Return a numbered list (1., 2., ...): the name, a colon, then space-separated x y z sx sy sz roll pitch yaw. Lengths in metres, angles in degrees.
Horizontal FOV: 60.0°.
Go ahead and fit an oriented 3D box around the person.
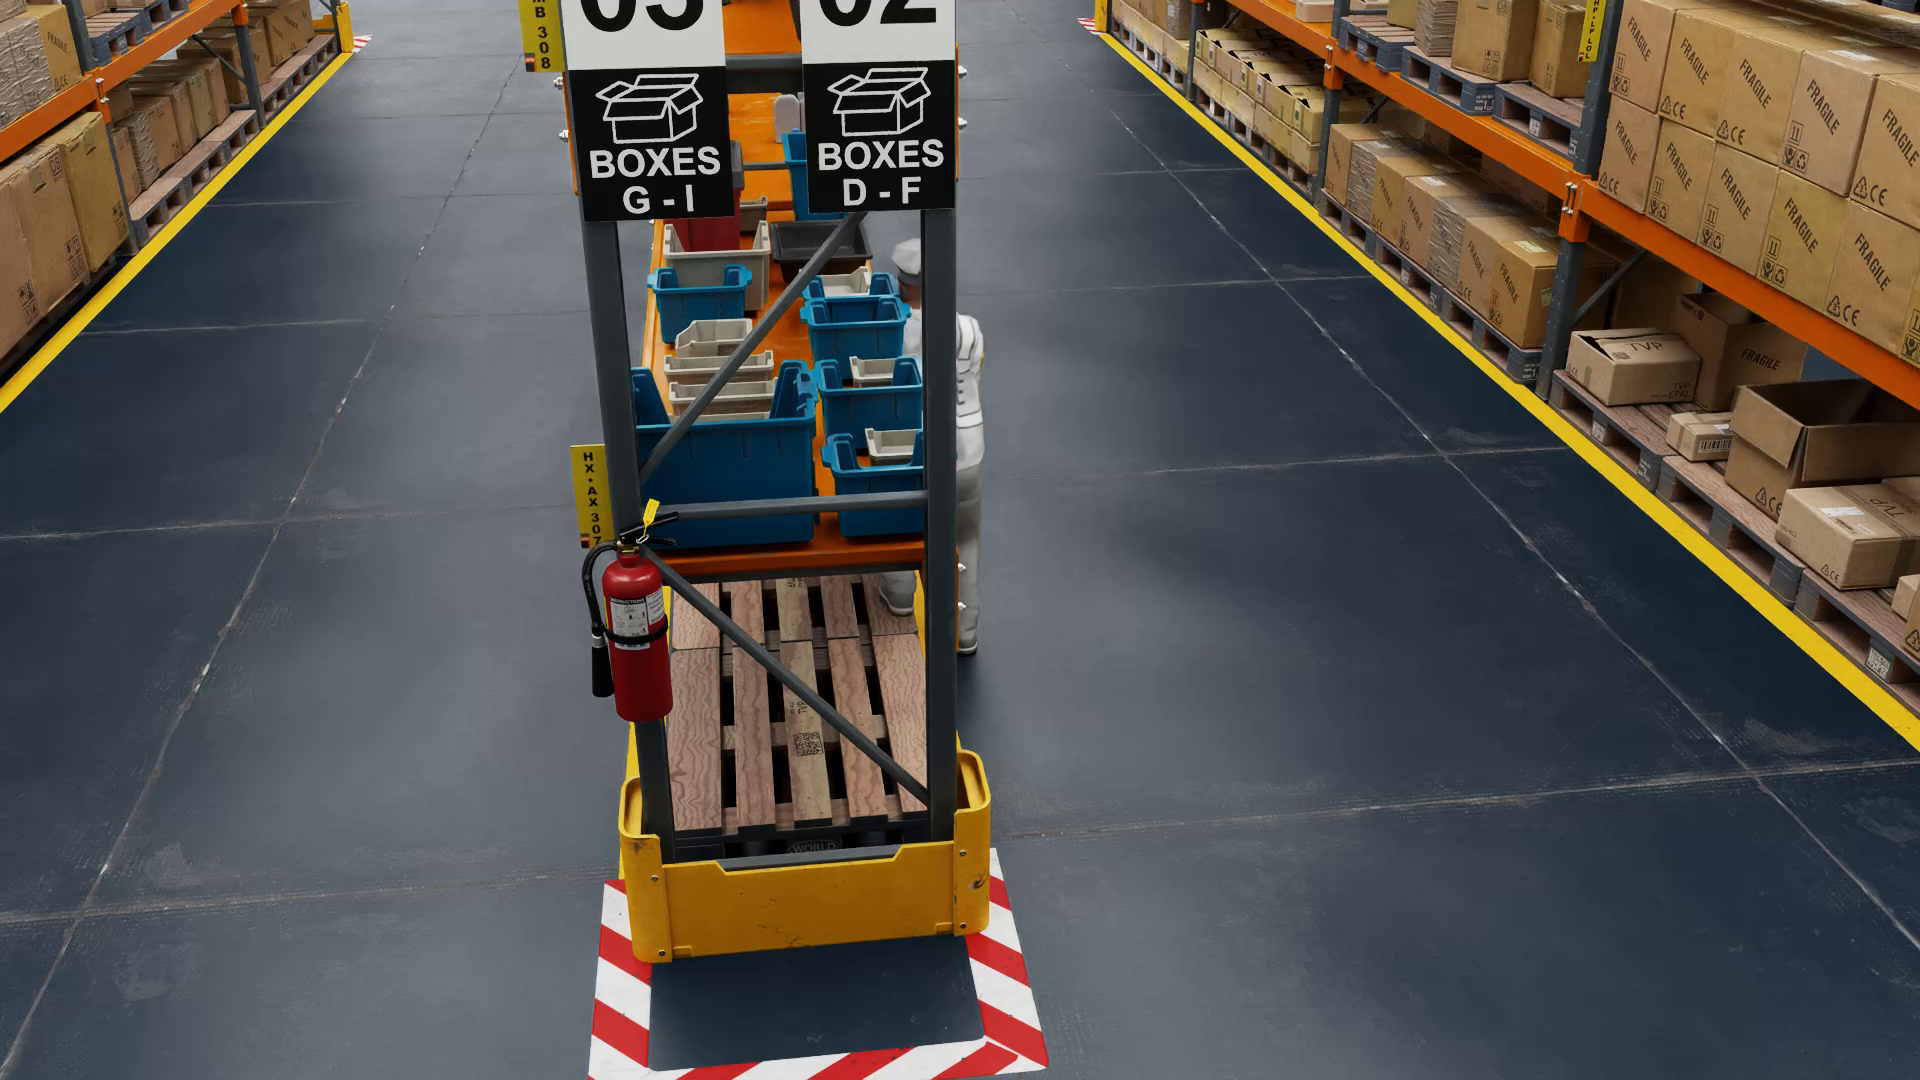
1. person: -0.155 -0.364 6.823 0.495 1.762 0.572 -4 27 -8
